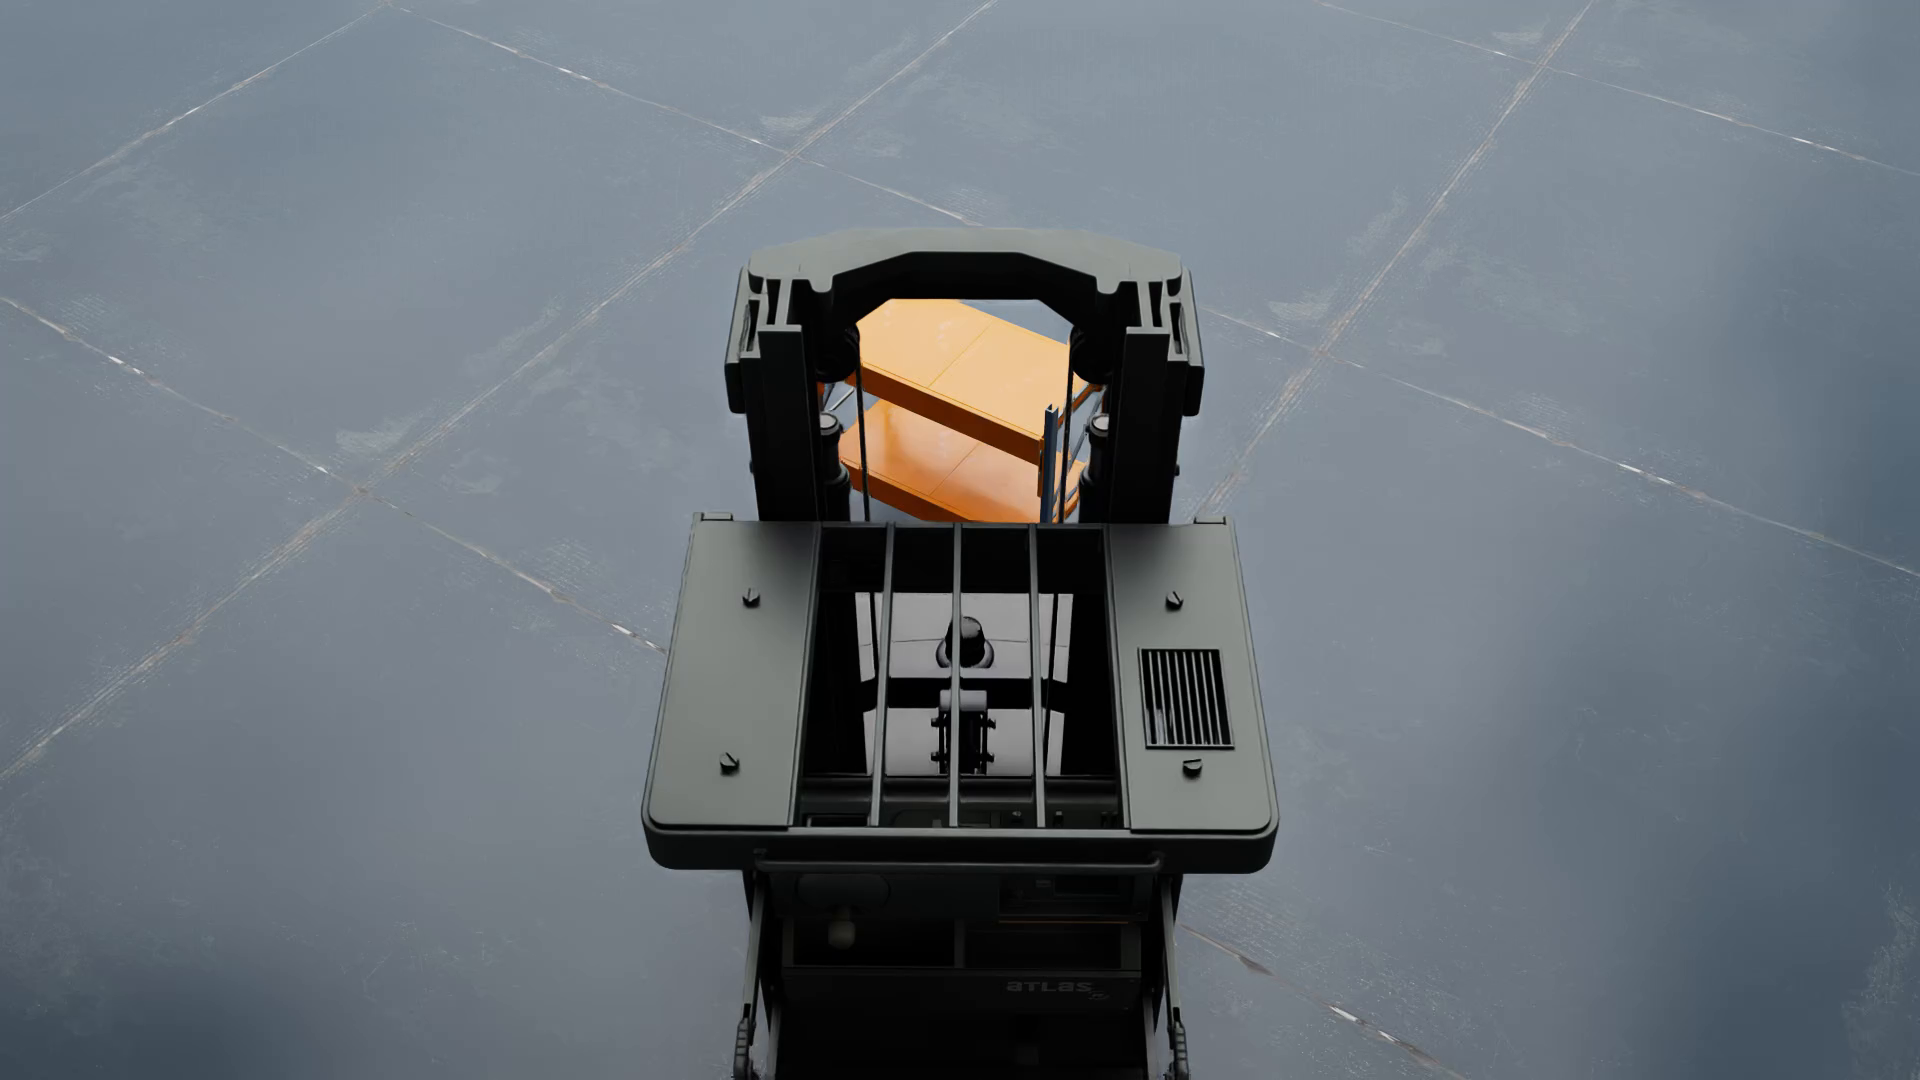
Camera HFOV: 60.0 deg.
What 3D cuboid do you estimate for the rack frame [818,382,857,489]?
[{"bbox_3d":[-0.422,-0.586,6.535,0.032,1.125,0.500,25,51,22],"label":"rack frame"}]

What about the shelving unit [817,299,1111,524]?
[{"bbox_3d":[0.006,-0.389,6.344,1.048,1.125,0.538,25,51,22],"label":"shelving unit"}]

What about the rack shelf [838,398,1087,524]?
[{"bbox_3d":[0.006,-0.219,6.519,1.000,0.278,0.538,25,51,22],"label":"rack shelf"}]

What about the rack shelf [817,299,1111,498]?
[{"bbox_3d":[0.006,-0.593,6.134,1.000,0.278,0.538,25,51,22],"label":"rack shelf"}]

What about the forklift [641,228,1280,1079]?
[{"bbox_3d":[0.004,0.883,3.848,1.130,2.935,3.031,0,46,0],"label":"forklift"}]

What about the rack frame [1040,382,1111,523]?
[{"bbox_3d":[0.434,-0.193,6.153,0.032,1.125,0.500,25,51,22],"label":"rack frame"}]
